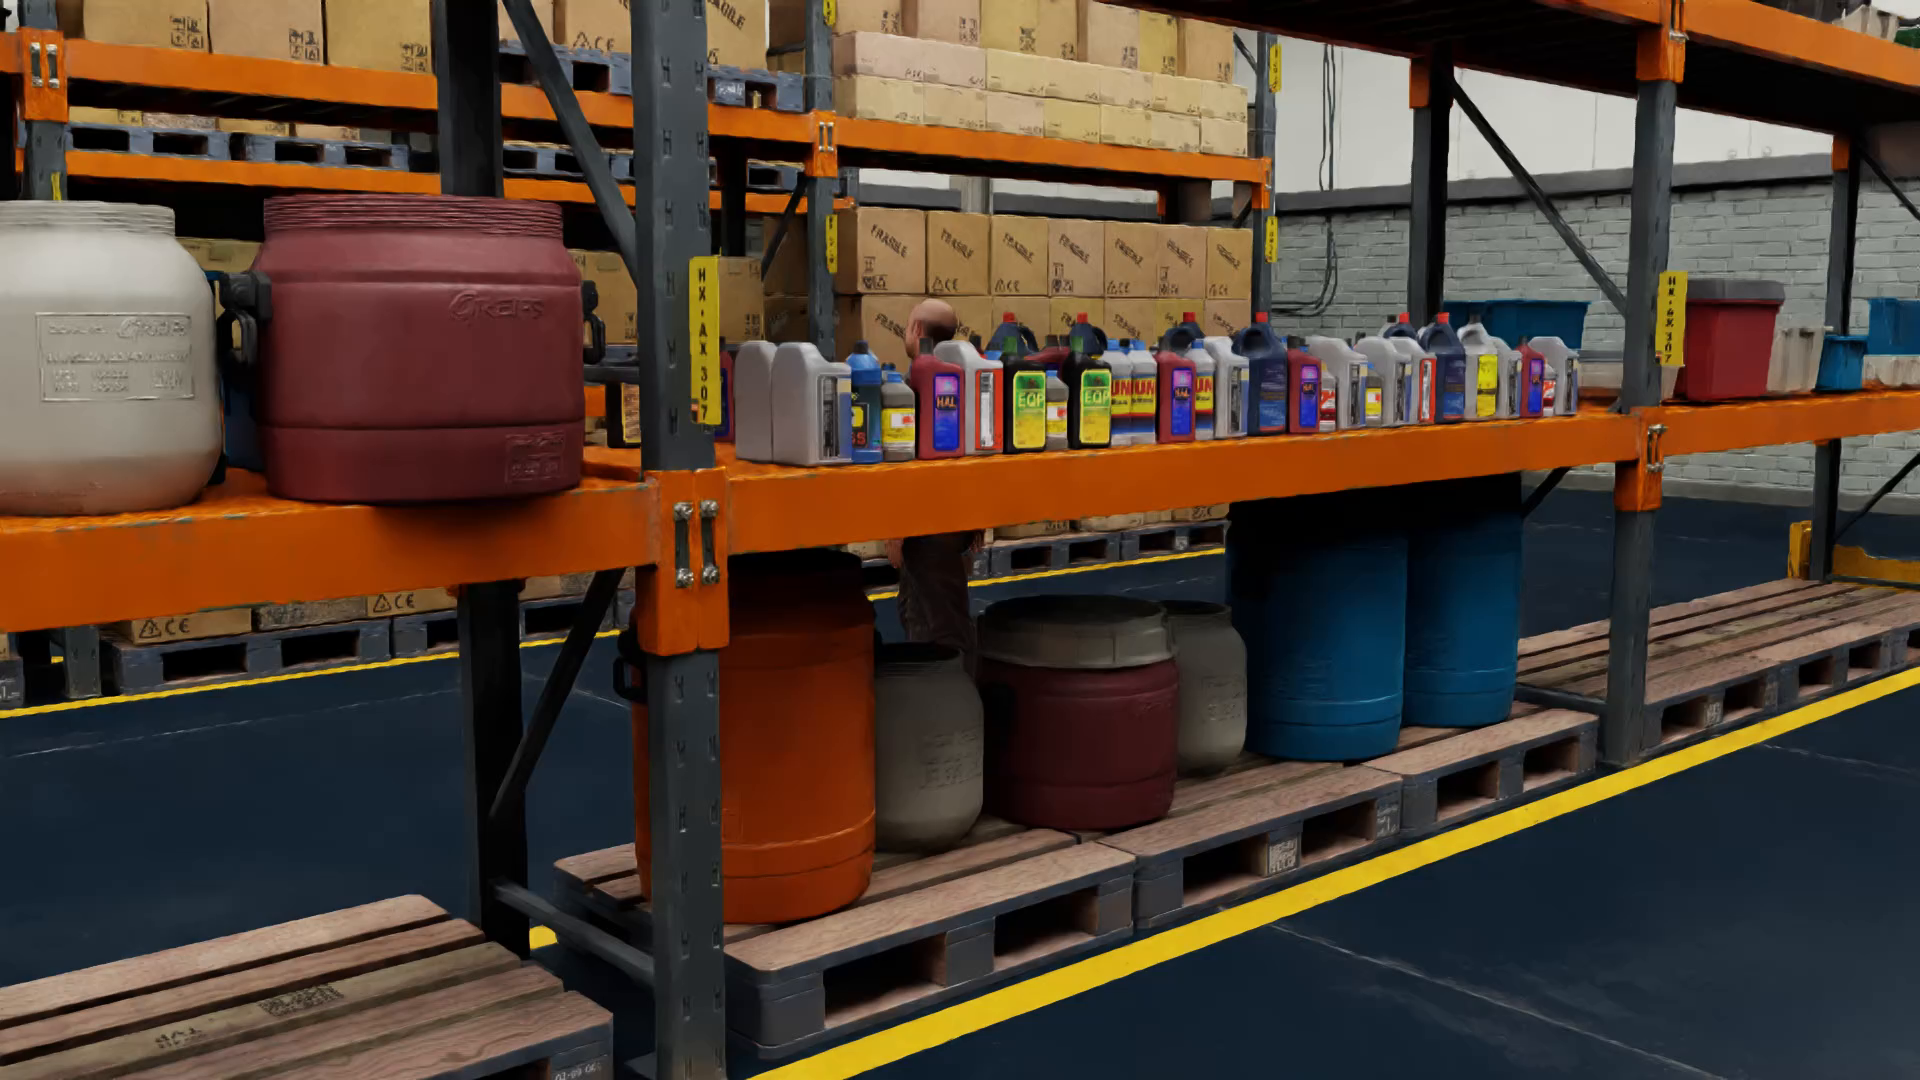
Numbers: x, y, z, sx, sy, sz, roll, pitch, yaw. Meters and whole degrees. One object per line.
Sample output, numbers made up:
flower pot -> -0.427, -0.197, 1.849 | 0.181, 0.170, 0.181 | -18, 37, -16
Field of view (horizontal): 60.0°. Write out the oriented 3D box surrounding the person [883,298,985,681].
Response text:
person -> -0.073, -0.066, 6.408 | 0.607, 1.716, 0.634 | 3, 8, 20
